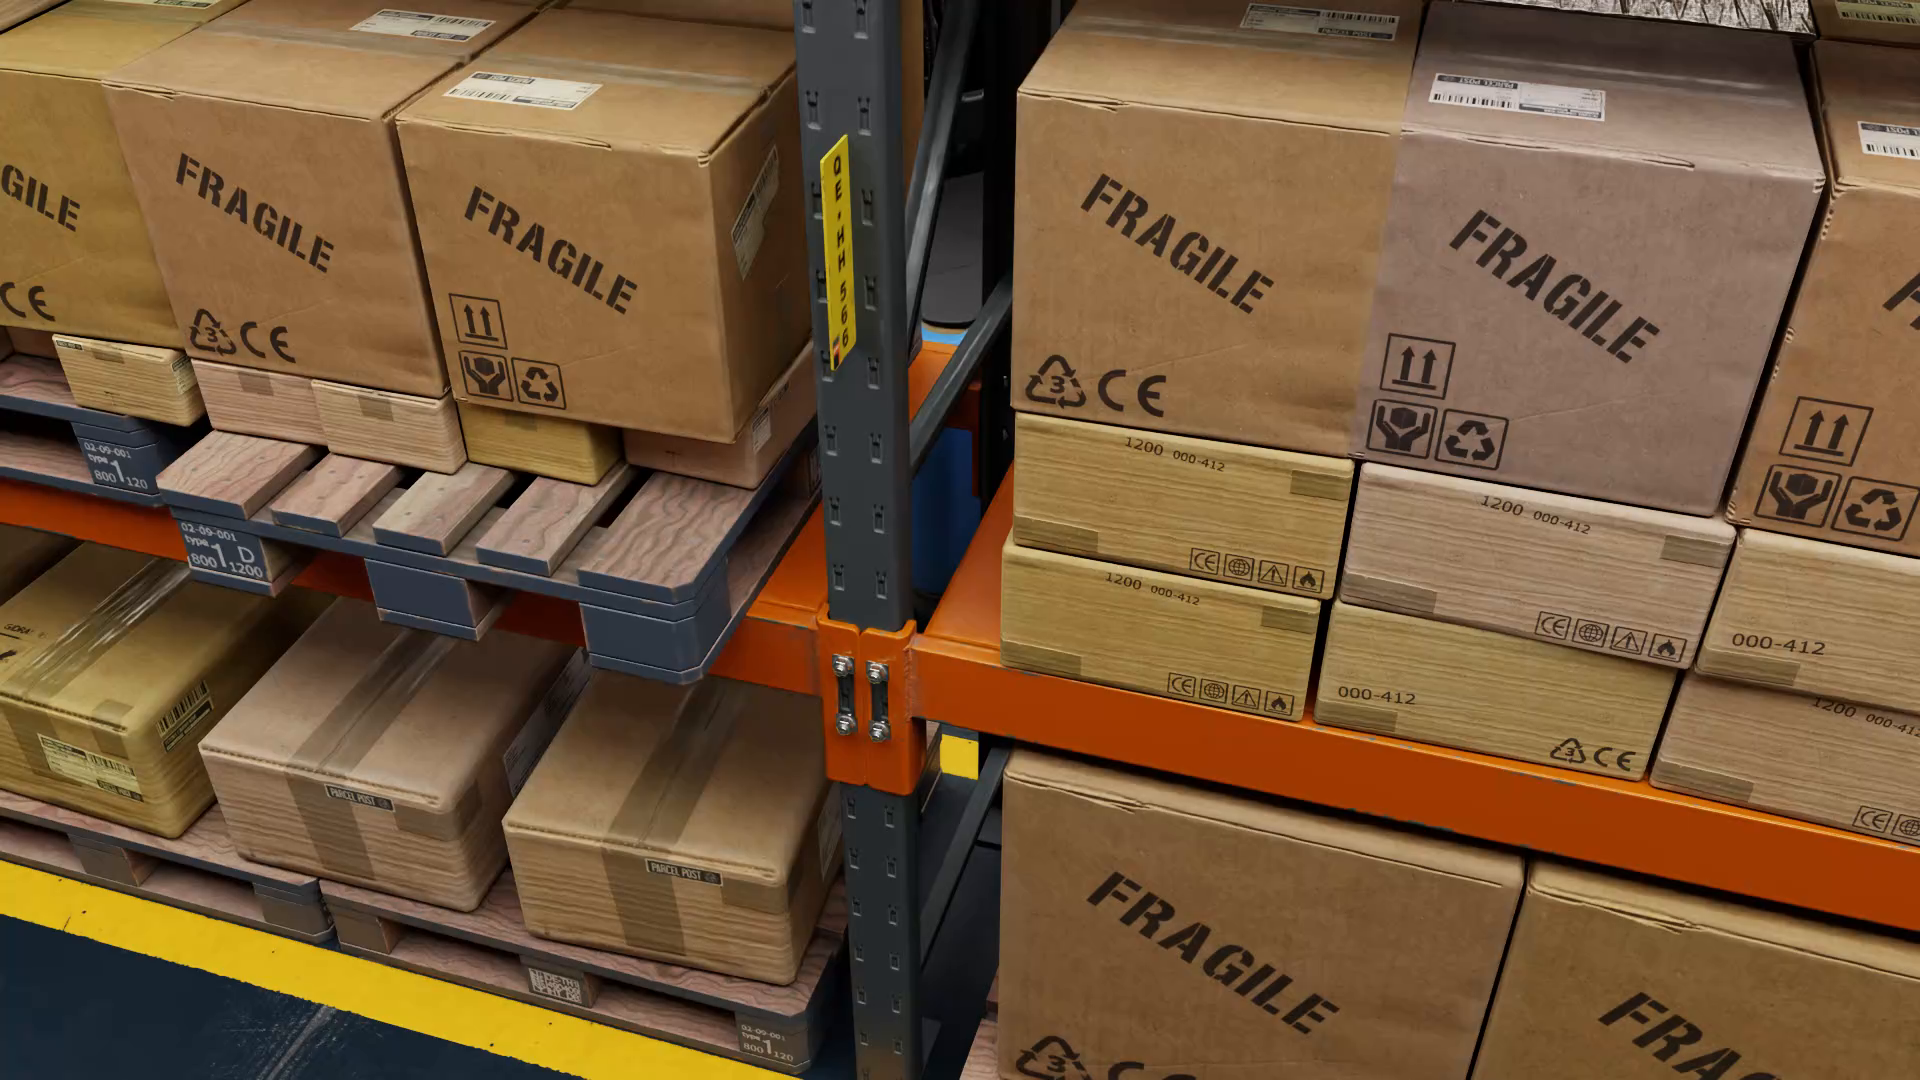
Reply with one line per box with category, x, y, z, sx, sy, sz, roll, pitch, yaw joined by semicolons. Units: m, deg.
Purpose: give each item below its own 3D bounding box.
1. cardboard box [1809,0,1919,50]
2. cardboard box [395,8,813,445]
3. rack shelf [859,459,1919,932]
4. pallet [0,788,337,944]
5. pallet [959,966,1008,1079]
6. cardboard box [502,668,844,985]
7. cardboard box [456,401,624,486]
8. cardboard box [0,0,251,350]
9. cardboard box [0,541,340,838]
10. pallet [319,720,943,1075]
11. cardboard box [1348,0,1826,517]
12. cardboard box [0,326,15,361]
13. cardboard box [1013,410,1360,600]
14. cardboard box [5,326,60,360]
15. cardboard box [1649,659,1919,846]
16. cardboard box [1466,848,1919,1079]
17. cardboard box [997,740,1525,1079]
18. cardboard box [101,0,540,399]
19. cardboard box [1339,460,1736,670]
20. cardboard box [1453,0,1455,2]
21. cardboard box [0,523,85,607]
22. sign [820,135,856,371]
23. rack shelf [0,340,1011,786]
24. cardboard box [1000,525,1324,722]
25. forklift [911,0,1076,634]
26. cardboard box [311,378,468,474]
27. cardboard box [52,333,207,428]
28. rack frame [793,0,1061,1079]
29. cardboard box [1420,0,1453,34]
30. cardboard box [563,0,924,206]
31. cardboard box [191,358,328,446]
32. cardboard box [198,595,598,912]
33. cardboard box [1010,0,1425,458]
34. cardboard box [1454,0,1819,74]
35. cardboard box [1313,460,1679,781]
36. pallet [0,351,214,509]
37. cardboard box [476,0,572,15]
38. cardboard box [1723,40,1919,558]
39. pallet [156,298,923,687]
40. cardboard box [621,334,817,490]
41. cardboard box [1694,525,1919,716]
cardboard box;1.519;-0.600;2.607;0.500;0.500;0.500;11;38;14
cardboard box;-0.534;-0.530;2.750;0.500;0.500;0.500;9;37;13
rack shelf;1.892;0.365;2.830;4.000;0.370;1.077;10;38;14
pallet;-1.923;0.489;4.407;1.213;0.211;1.003;10;38;14
pallet;0.713;1.027;3.676;1.213;0.211;1.003;10;38;14
cardboard box;-0.554;0.506;3.895;0.625;0.372;0.950;8;37;11
cardboard box;-0.678;-0.277;2.954;0.250;0.149;0.380;11;38;15
cardboard box;-1.513;-0.704;2.986;0.500;0.500;0.500;8;37;11
cardboard box;-1.982;0.243;4.252;0.625;0.372;0.950;12;38;15
pallet;-0.763;0.706;4.112;1.213;0.211;1.003;10;38;14
cardboard box;0.857;-0.413;2.353;0.500;0.500;0.500;11;38;14
cardboard box;-1.903;-0.500;3.256;0.250;0.149;0.380;9;37;12
cardboard box;0.393;-0.190;2.682;0.500;0.250;0.500;10;38;14
cardboard box;-1.639;-0.502;3.259;0.250;0.149;0.380;11;38;14
cardboard box;1.369;0.188;2.590;0.500;0.250;0.500;12;38;15
cardboard box;1.467;0.738;3.155;0.875;0.875;0.875;11;38;14
cardboard box;0.617;0.578;3.373;0.875;0.875;0.875;10;38;13
cardboard box;-1.031;-0.615;2.866;0.500;0.500;0.500;10;38;13
cardboard box;0.886;-0.098;2.557;0.500;0.250;0.500;11;38;15
cardboard box;1.948;-2.302;6.969;0.500;0.250;0.500;9;37;12
cardboard box;-2.647;0.121;4.418;0.625;0.372;0.950;13;38;17
sign;-0.170;-0.404;2.358;0.005;0.325;0.100;10;38;14
rack shelf;-1.926;-0.342;3.791;4.000;0.370;1.077;10;38;14
cardboard box;0.375;0.011;2.831;0.500;0.250;0.500;10;37;13
forklift;-0.329;-1.691;5.075;1.130;2.935;3.031;-17;40;-22
cardboard box;-0.932;-0.296;2.980;0.250;0.149;0.380;10;38;14
cardboard box;-1.436;-0.386;3.102;0.250;0.149;0.380;11;38;15
rack frame;-0.017;-0.278;3.097;0.127;3.000;1.000;10;38;14
cardboard box;0.554;-0.777;2.848;0.500;0.500;0.500;10;37;13
cardboard box;-0.378;-0.818;3.141;0.500;0.500;0.500;9;37;13
cardboard box;-1.169;-0.345;3.046;0.250;0.149;0.380;9;37;12
cardboard box;-1.260;0.380;4.066;0.625;0.372;0.950;10;37;13
cardboard box;0.381;-0.495;2.465;0.500;0.500;0.500;9;37;12
cardboard box;1.046;-0.691;2.731;0.500;0.500;0.500;11;38;15
cardboard box;0.870;0.092;2.721;0.500;0.250;0.500;9;37;13
pallet;-1.919;-0.527;3.598;1.213;0.211;1.003;10;38;14
cardboard box;-0.877;-0.906;3.260;0.500;0.500;0.500;12;38;16
cardboard box;1.346;-0.313;2.217;0.500;0.500;0.500;12;38;15
pallet;-0.729;-0.266;3.243;1.003;0.211;1.213;10;38;14
cardboard box;-0.400;-0.271;2.945;0.250;0.149;0.380;12;38;16
cardboard box;1.358;-0.002;2.428;0.500;0.250;0.500;10;38;14
